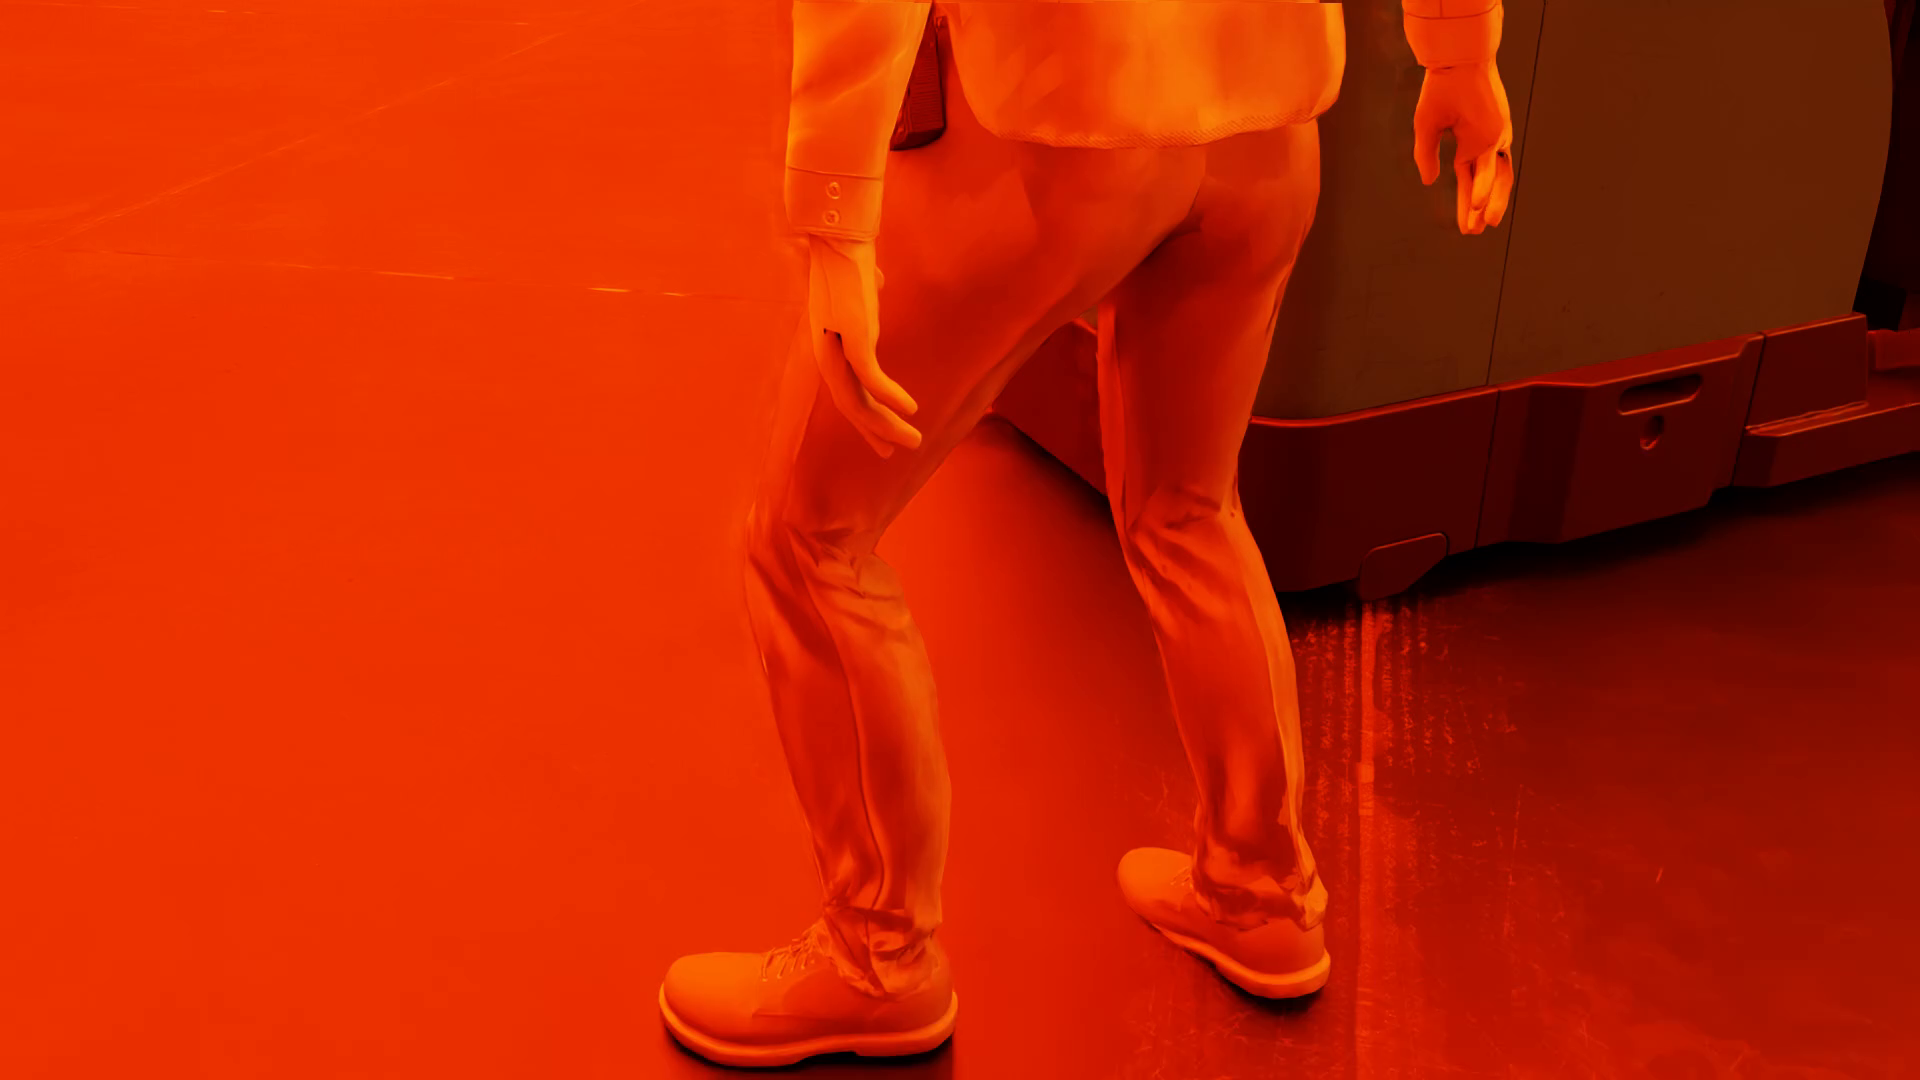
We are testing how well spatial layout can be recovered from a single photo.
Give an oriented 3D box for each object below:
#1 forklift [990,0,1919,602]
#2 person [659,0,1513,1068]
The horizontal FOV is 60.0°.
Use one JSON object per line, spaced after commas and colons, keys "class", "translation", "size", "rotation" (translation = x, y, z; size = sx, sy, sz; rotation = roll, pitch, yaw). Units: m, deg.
{"class": "forklift", "translation": [1.520, -1.662, 2.540], "size": [3.031, 2.935, 1.130], "rotation": [-12, 29, -22]}
{"class": "person", "translation": [0.108, -0.304, 1.340], "size": [0.809, 1.641, 0.417], "rotation": [-15, 30, -26]}
